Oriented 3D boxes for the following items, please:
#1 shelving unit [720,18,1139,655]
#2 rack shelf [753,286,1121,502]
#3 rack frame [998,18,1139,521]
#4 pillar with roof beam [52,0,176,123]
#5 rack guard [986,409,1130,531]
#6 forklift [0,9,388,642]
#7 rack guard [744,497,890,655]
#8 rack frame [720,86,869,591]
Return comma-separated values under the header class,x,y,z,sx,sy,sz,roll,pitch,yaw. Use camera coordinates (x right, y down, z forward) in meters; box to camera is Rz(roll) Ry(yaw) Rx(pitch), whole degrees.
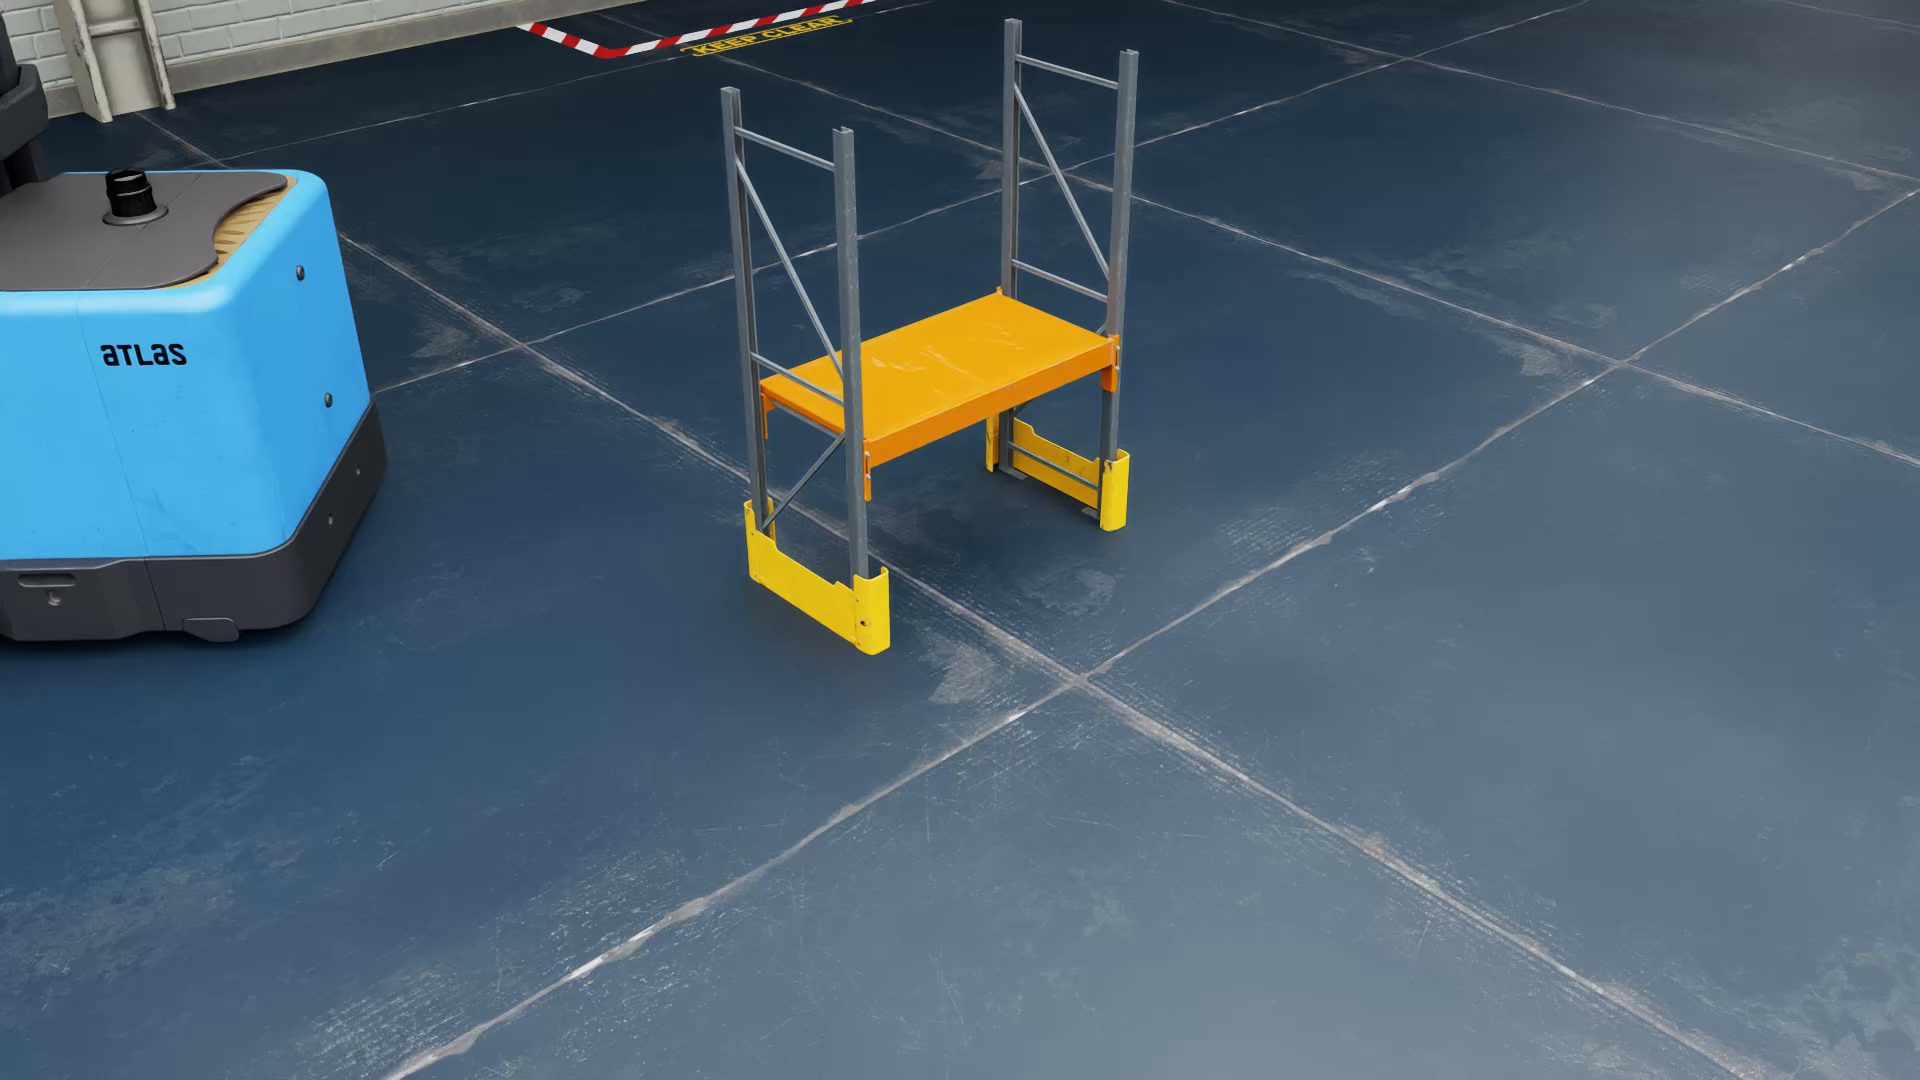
class,x,y,z,sx,sy,sz,roll,pitch,yaw
shelving unit,-0.056,-0.613,4.815,1.083,1.500,0.587,-26,40,-35
rack shelf,-0.063,-0.456,4.903,1.000,0.185,0.538,-26,40,-35
rack frame,0.310,-0.790,5.104,0.032,1.500,0.500,-26,40,-35
pillar with roof beam,-1.624,-4.555,4.073,0.400,9.000,9.100,-26,40,-35
rack guard,0.309,-0.256,5.429,0.087,0.250,0.587,-26,40,-35
forklift,-3.395,-1.183,4.374,3.031,2.935,1.130,-1,31,-2
rack guard,-0.421,0.097,4.852,0.087,0.250,0.587,-26,40,-35
rack frame,-0.435,-0.429,4.514,0.032,1.500,0.500,-26,40,-35
